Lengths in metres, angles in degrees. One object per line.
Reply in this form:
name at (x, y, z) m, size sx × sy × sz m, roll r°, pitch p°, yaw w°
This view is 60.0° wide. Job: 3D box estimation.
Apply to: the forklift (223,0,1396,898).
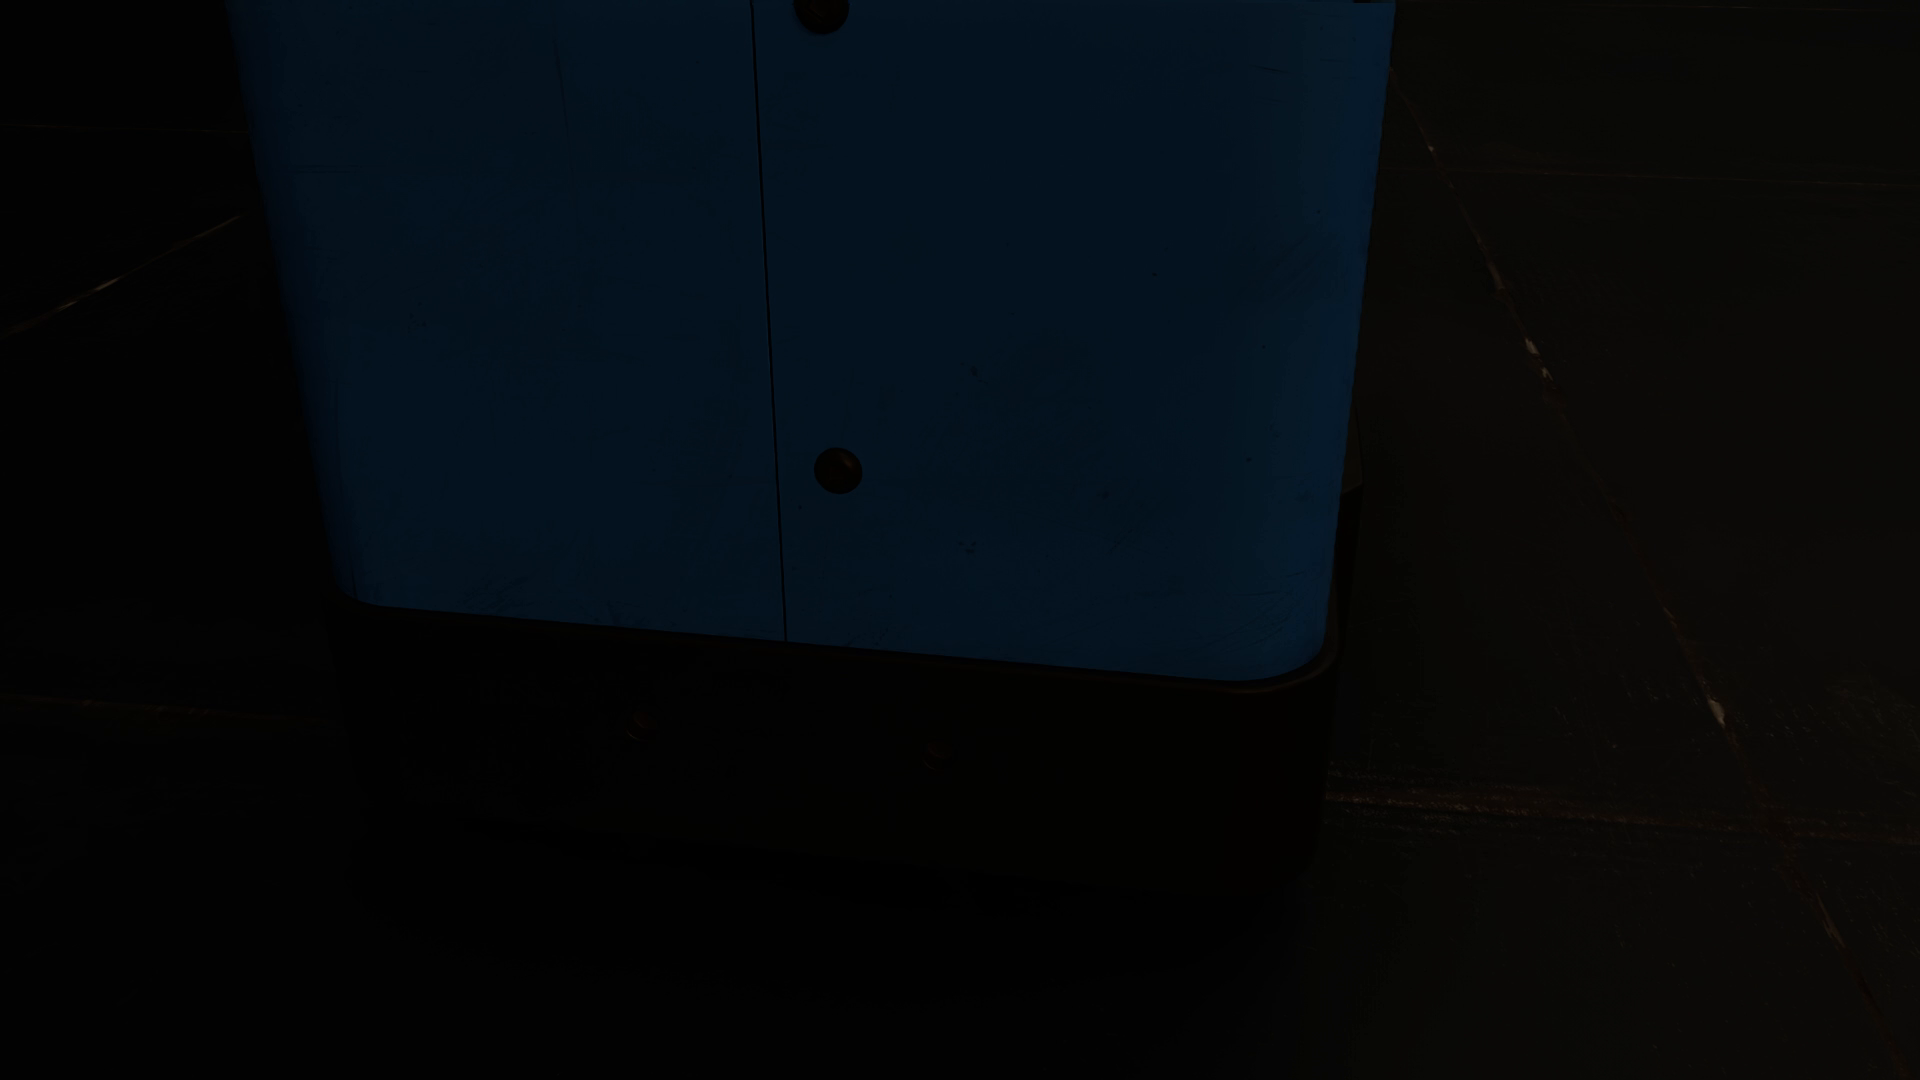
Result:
forklift at (0.091, -1.593, 2.411) m, size 1.130 × 2.935 × 3.031 m, roll 4°, pitch 27°, yaw 9°
